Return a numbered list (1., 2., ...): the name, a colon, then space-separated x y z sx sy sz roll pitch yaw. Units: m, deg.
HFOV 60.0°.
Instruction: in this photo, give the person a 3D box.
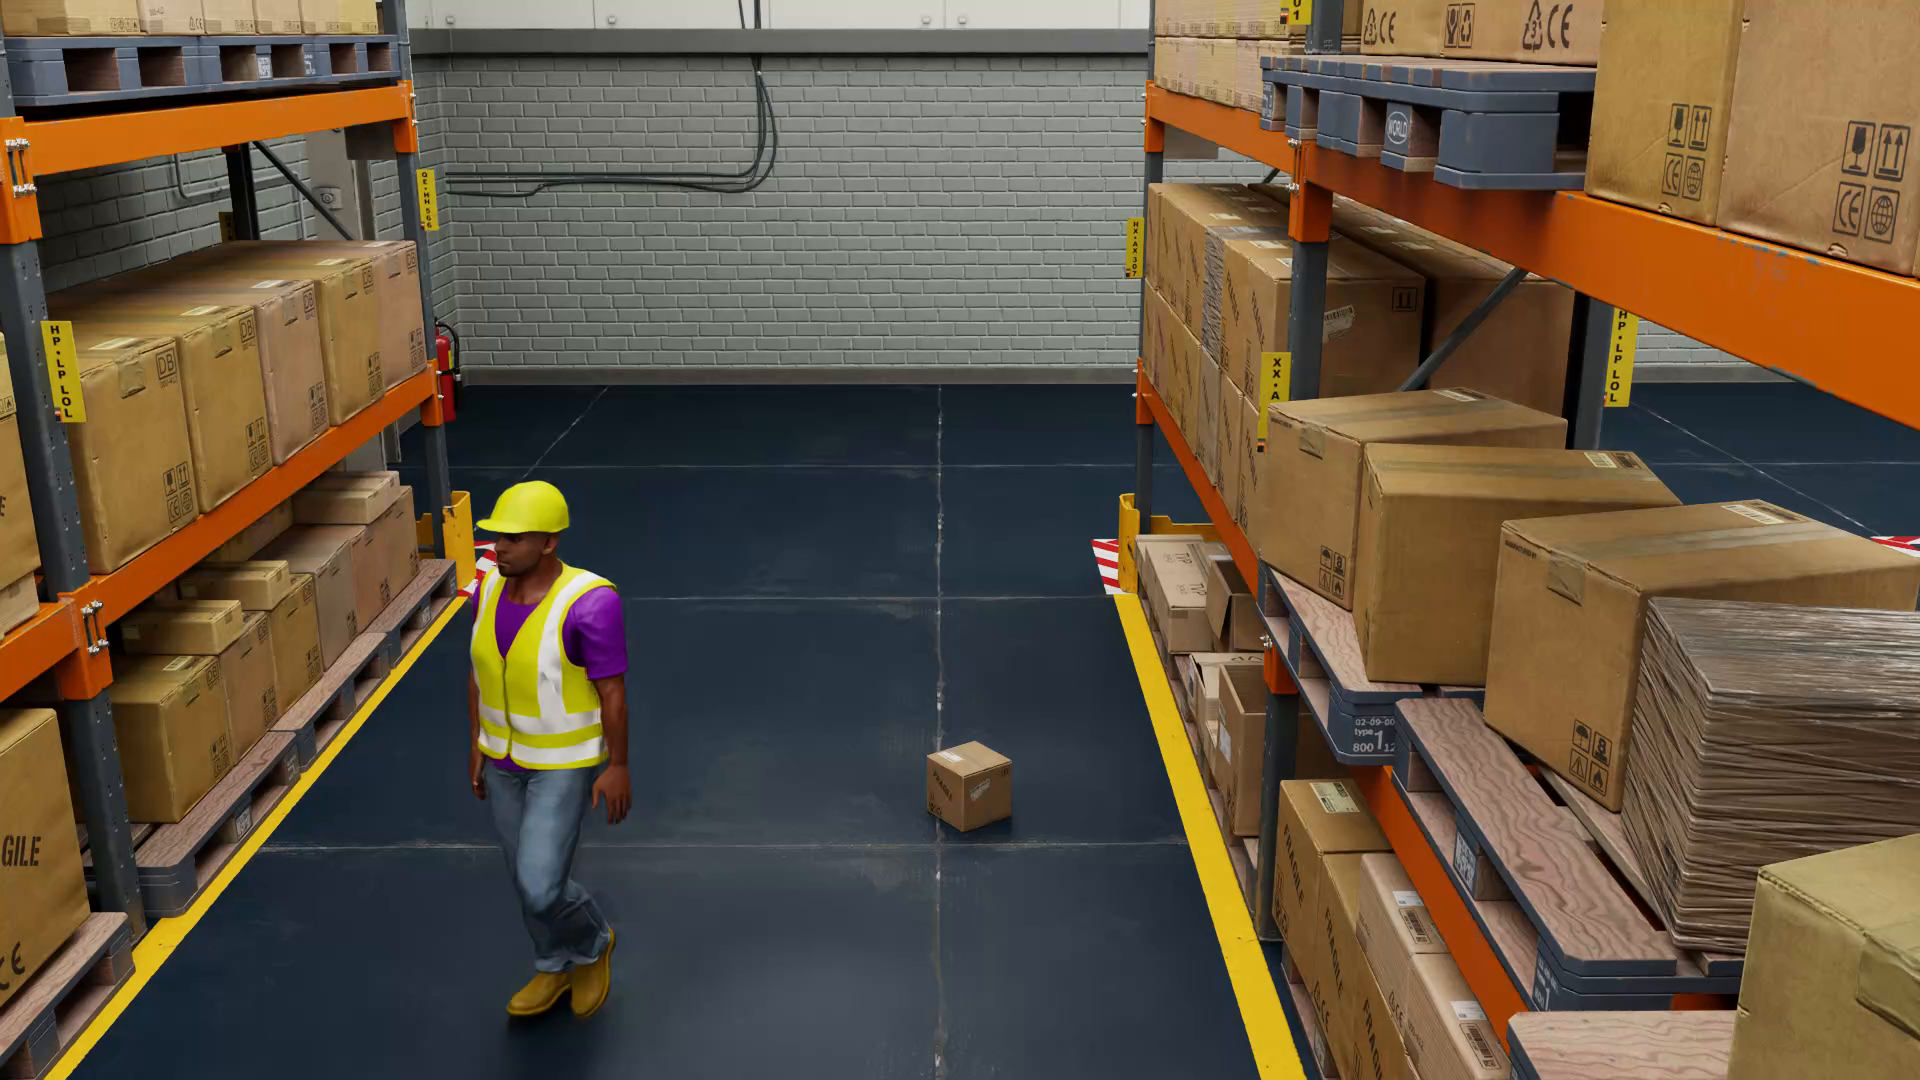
1. person: -1.323 0.689 5.167 0.592 1.764 0.454 9 19 28
